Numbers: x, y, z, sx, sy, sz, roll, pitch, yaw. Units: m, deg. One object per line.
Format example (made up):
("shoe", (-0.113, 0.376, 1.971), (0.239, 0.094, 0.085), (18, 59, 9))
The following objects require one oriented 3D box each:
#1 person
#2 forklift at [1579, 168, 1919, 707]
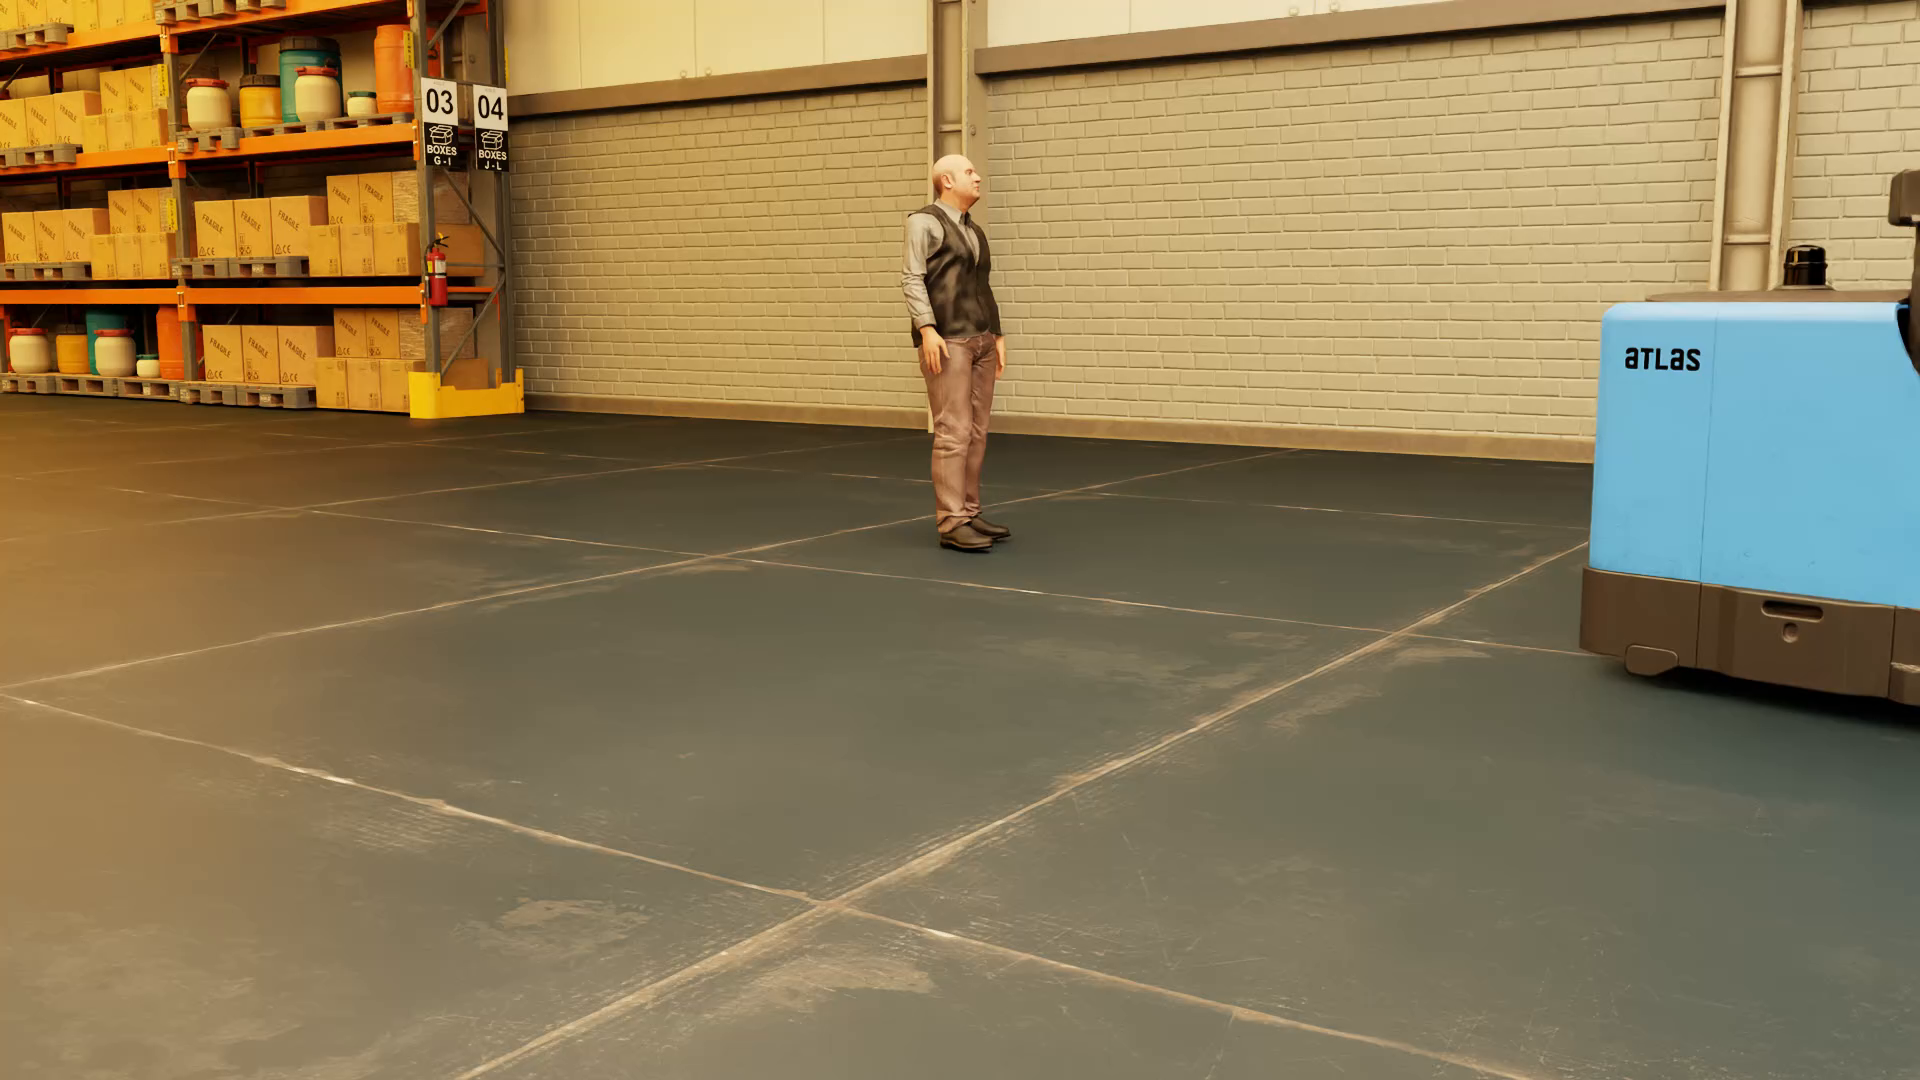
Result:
("person", (0.047, -0.854, 7.441), (0.568, 1.720, 0.632), (5, 10, 34))
("forklift", (3.187, -0.957, 3.924), (1.130, 2.935, 3.031), (-7, 11, -42))
